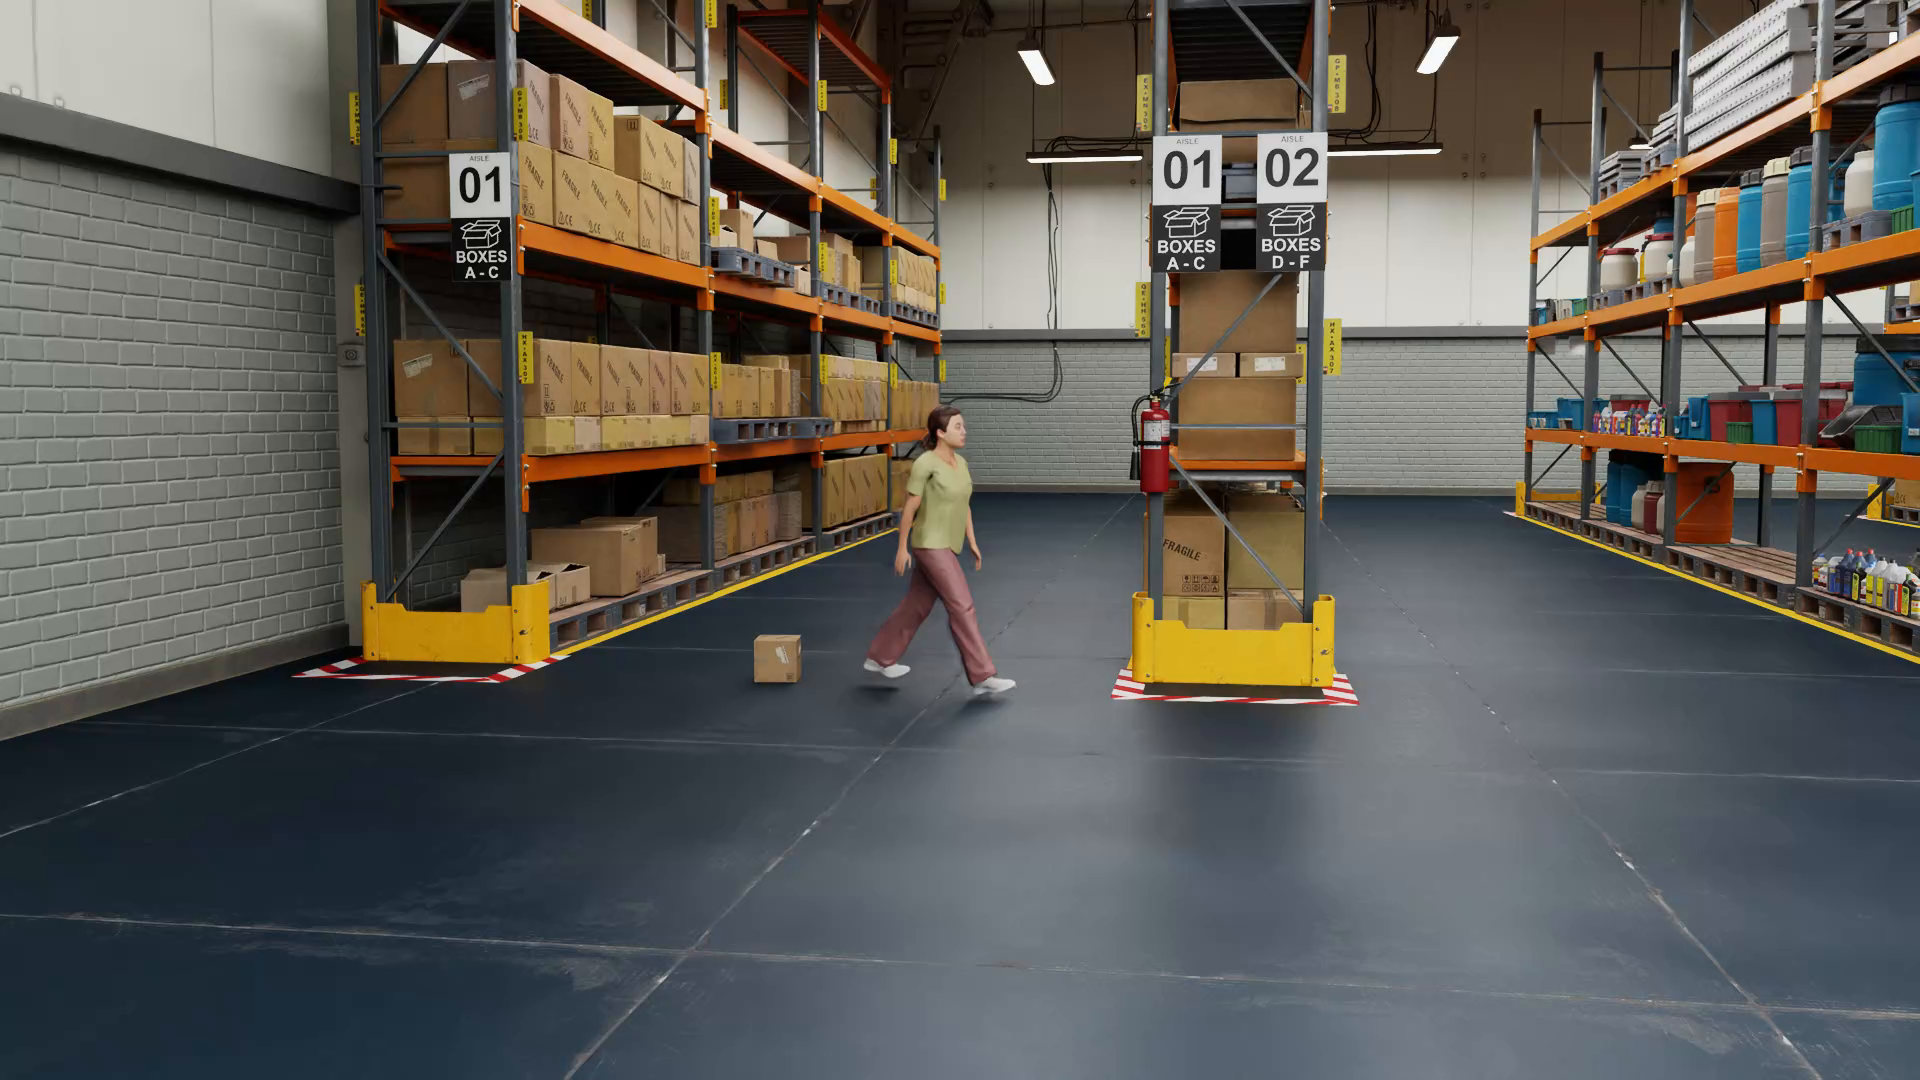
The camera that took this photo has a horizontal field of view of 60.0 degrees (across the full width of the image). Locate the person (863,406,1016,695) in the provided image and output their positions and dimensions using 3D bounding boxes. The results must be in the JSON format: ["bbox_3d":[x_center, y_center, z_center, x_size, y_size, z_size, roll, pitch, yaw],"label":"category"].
[{"bbox_3d":[-0.103,0.047,9.435,1.058,1.608,0.467,3,5,29],"label":"person"}]
